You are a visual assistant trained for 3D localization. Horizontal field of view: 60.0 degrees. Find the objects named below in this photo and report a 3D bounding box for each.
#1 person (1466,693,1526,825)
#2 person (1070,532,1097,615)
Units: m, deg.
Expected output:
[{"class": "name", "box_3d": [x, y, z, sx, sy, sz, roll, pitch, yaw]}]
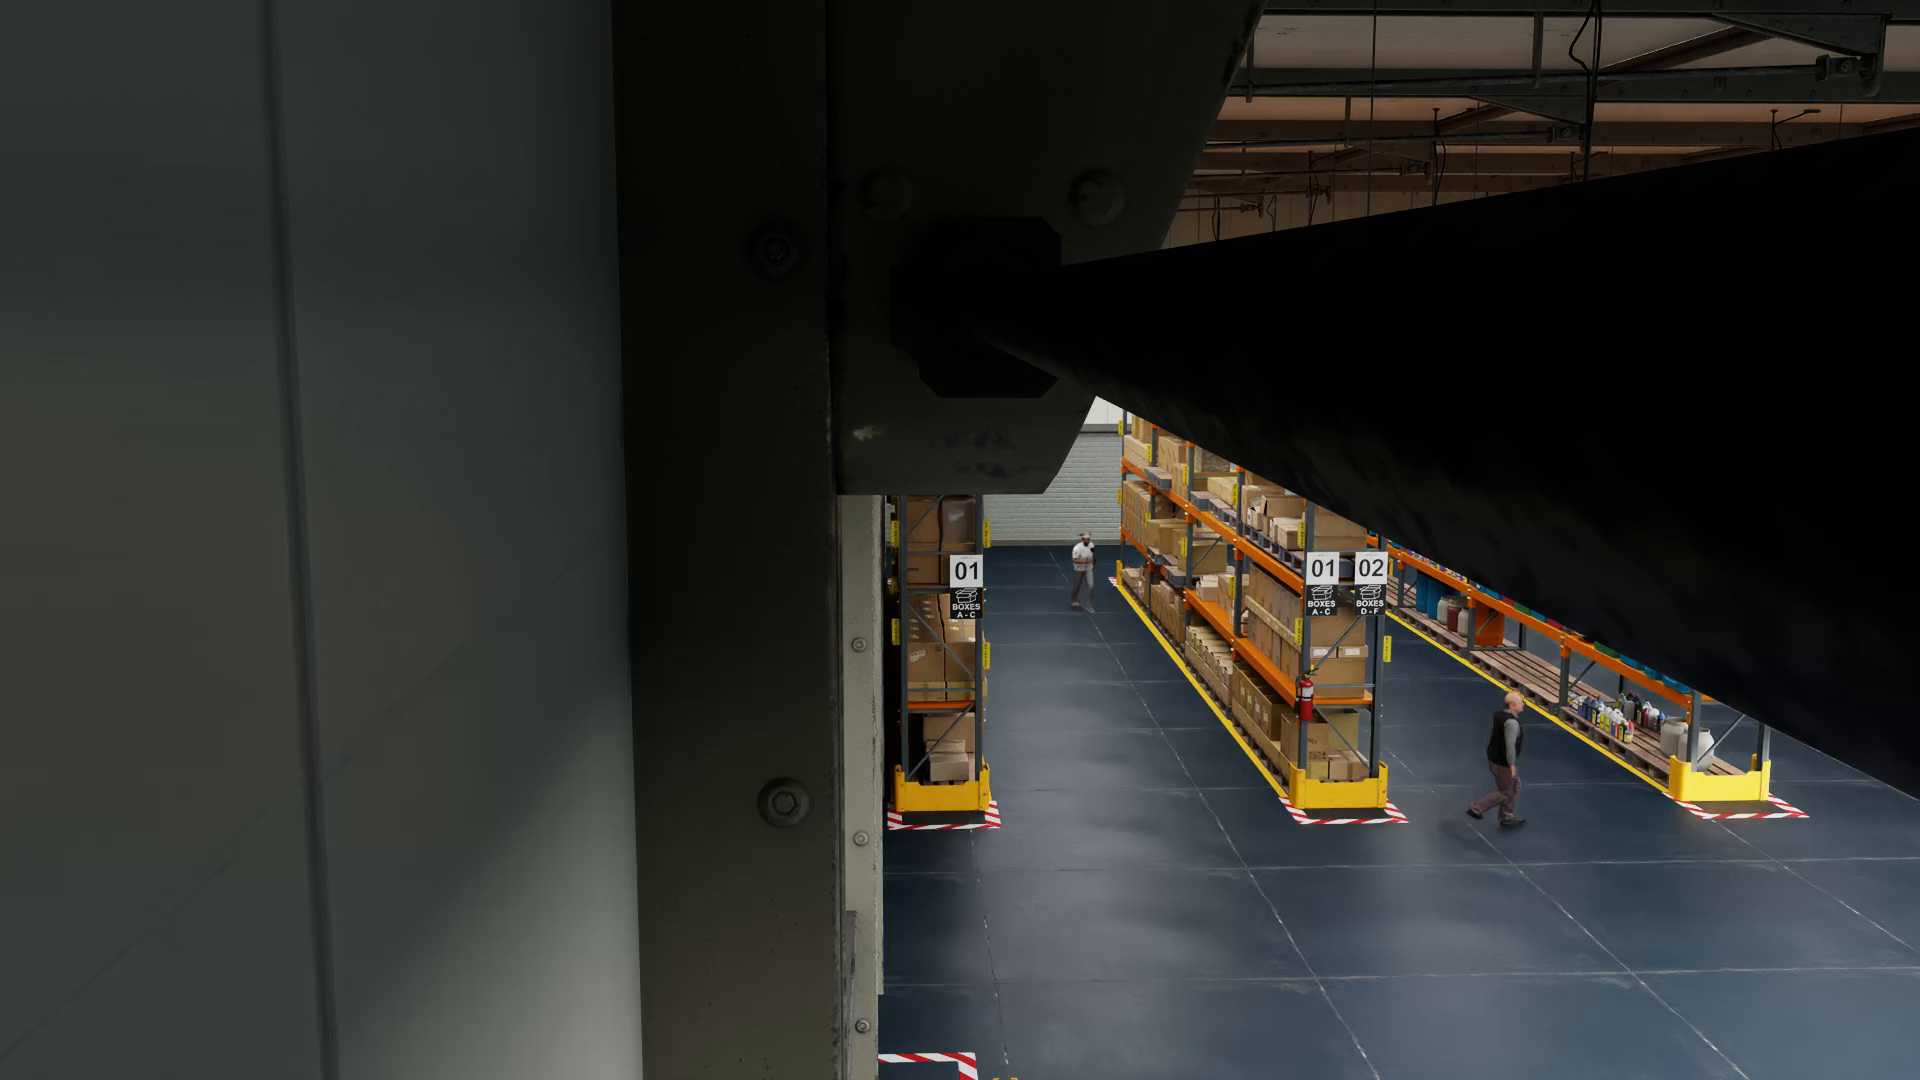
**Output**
[{"class": "person", "box_3d": [6.412, 2.613, 19.754, 0.721, 1.663, 0.717, 1, 8, 6]}, {"class": "person", "box_3d": [2.471, 0.616, 33.314, 0.581, 1.663, 0.958, -2, 9, -15]}]
